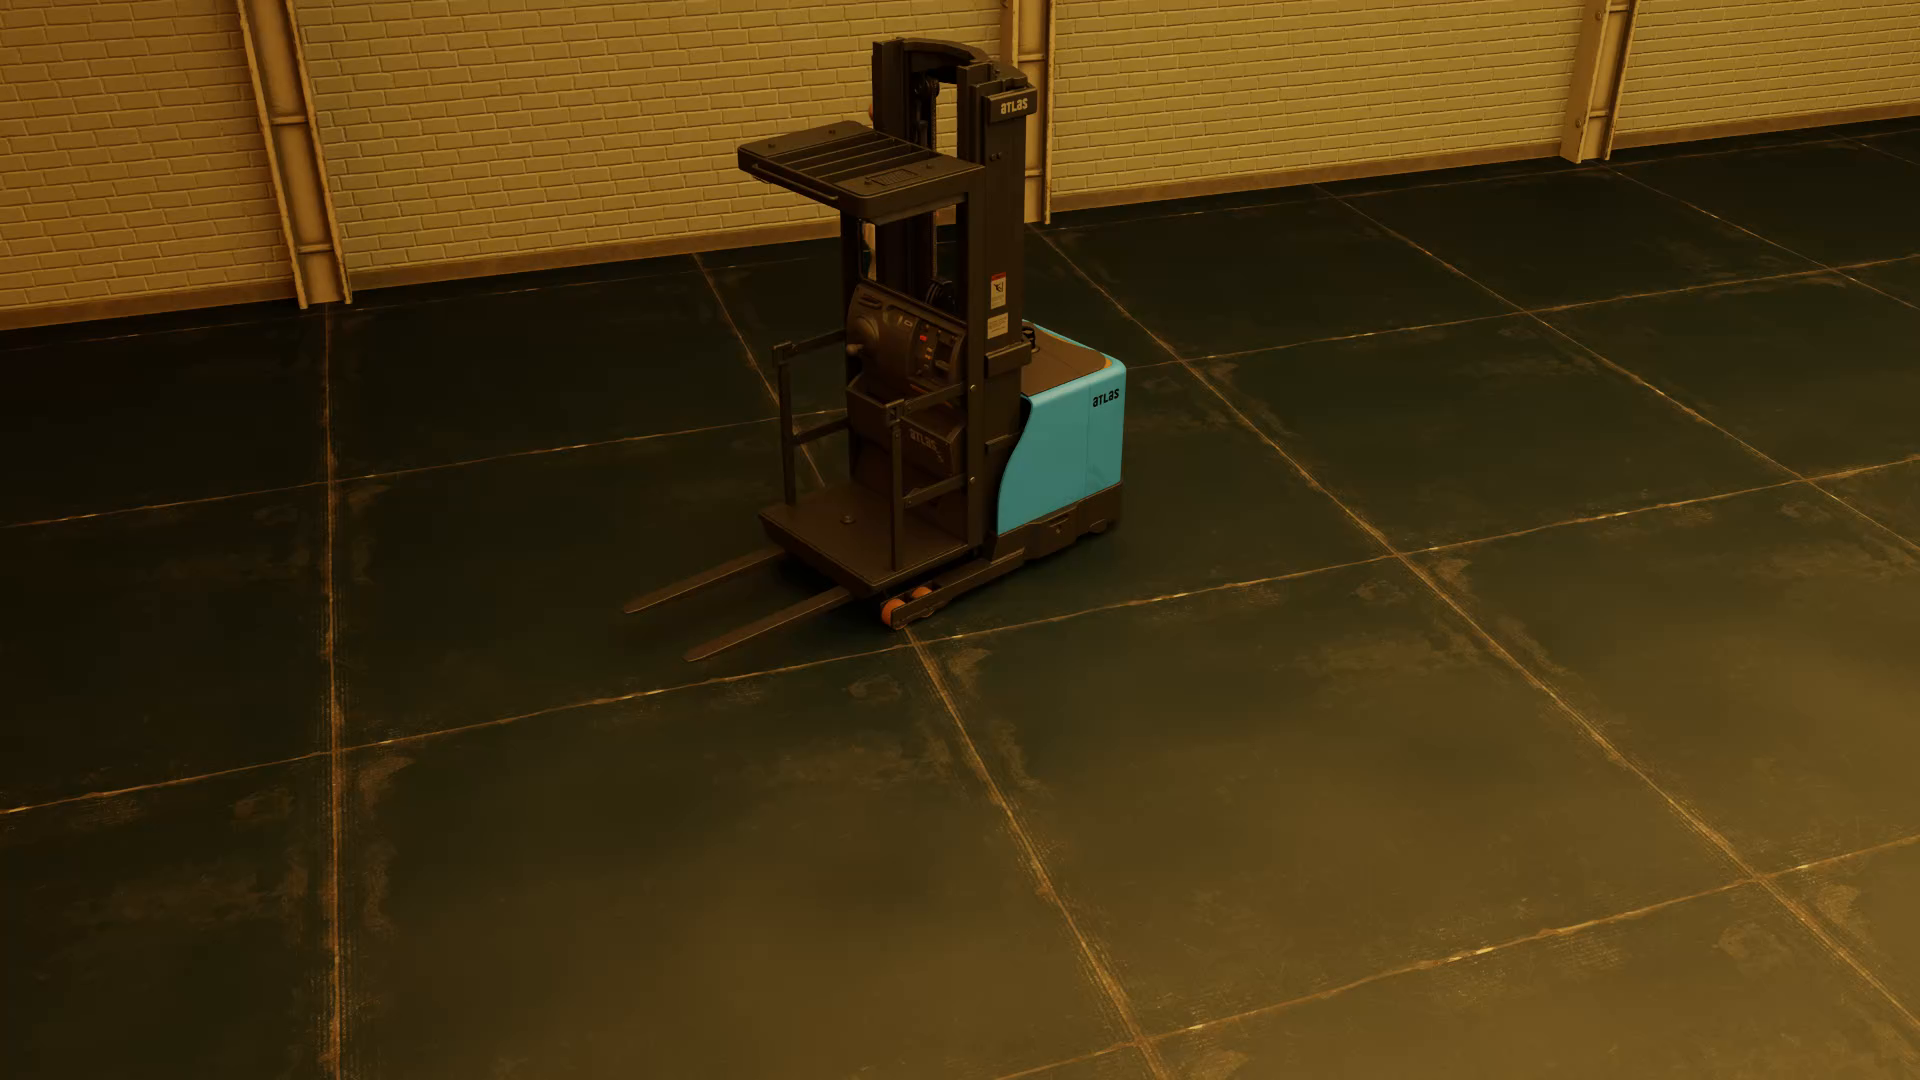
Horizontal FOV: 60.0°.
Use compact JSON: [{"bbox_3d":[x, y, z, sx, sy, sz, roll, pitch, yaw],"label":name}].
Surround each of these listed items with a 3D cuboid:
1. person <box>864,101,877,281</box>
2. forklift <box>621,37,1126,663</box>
[{"bbox_3d":[-0.514,-2.436,12.473,0.382,1.783,0.554,-10,31,-16],"label":"person"},{"bbox_3d":[-0.461,-1.072,8.951,3.031,2.935,1.130,-23,37,-34],"label":"forklift"}]
